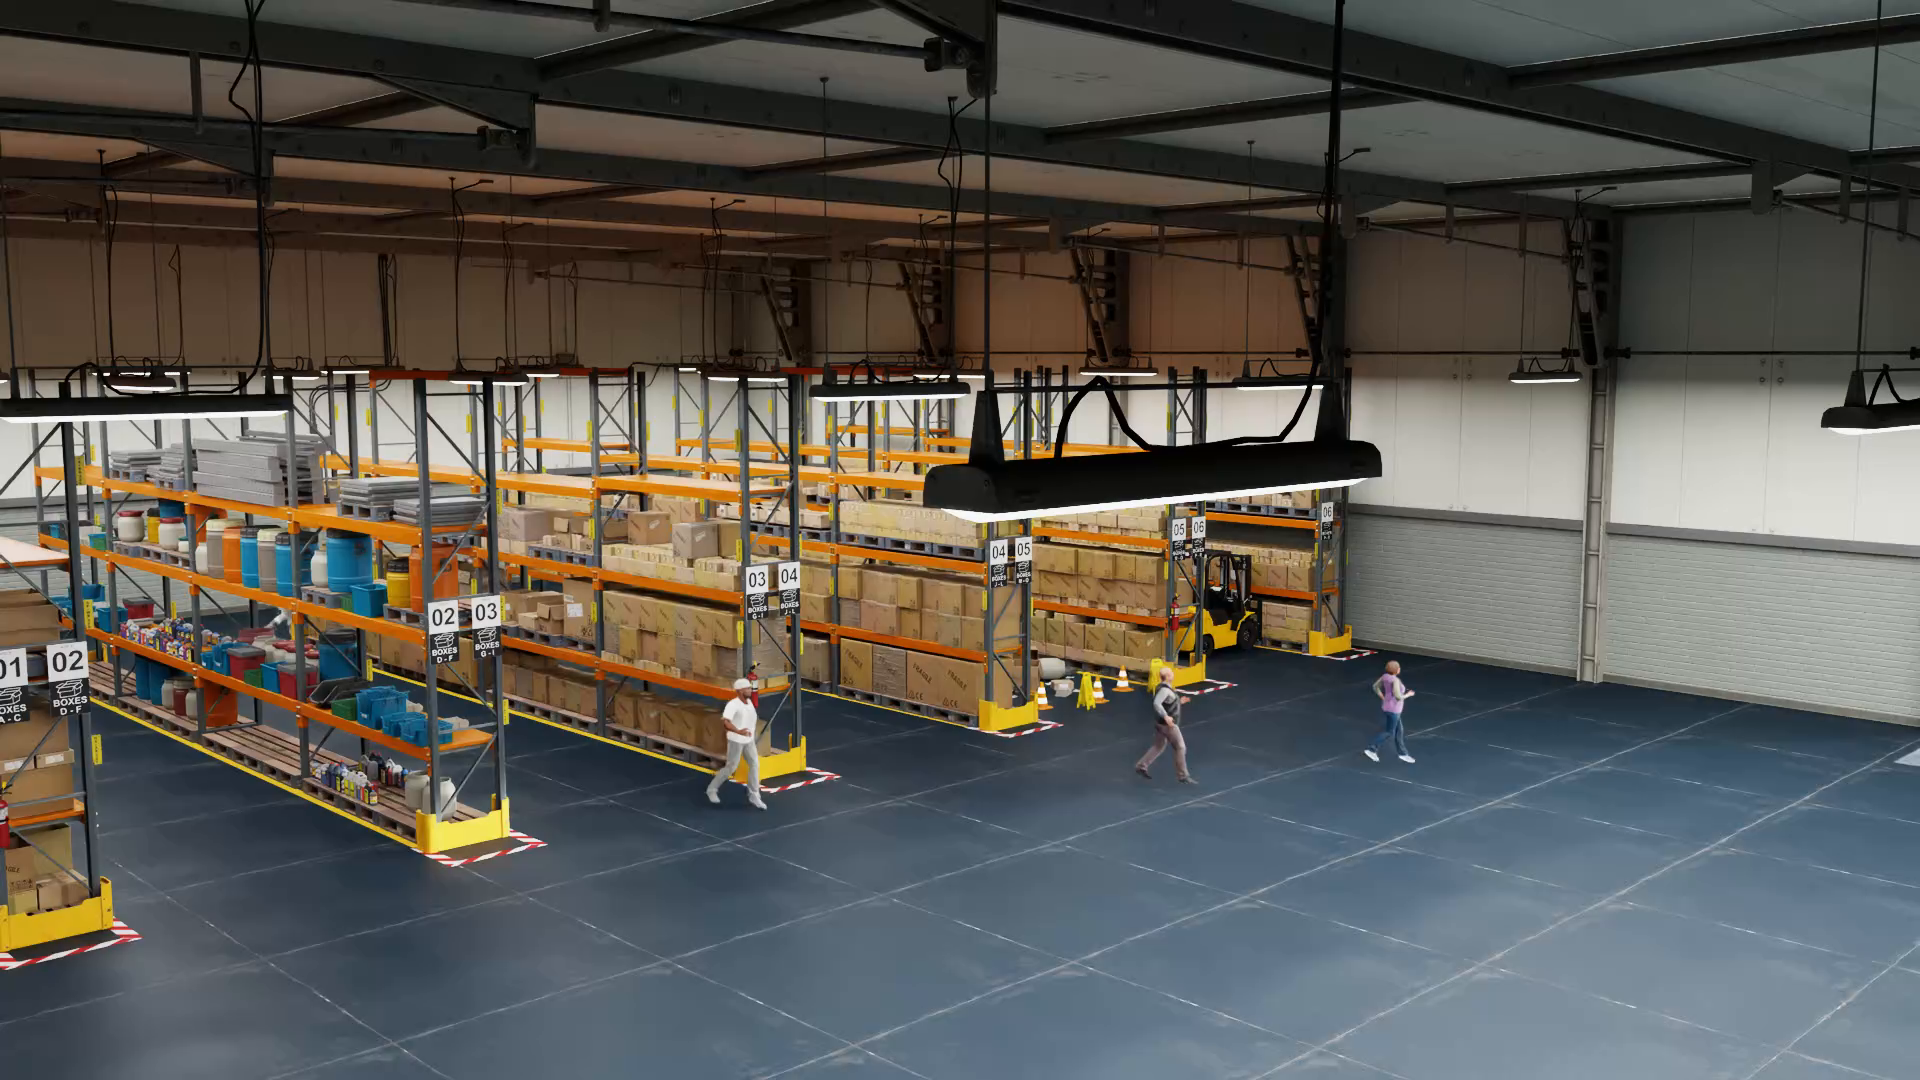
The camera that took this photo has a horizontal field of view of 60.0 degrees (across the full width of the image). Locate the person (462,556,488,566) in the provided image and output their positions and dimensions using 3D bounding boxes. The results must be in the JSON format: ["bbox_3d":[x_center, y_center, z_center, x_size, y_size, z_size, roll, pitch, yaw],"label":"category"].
[{"bbox_3d":[-11.616,1.057,39.578,0.774,1.633,0.573,2,7,16],"label":"person"}]

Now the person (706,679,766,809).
[{"bbox_3d":[-3.043,2.828,23.317,0.915,1.766,0.758,3,7,28],"label":"person"}]

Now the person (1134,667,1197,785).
[{"bbox_3d":[3.020,2.717,24.303,0.915,1.740,0.645,-1,6,-7],"label":"person"}]

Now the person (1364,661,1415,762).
[{"bbox_3d":[6.610,2.640,25.478,0.838,1.607,0.531,-1,6,-5],"label":"person"}]

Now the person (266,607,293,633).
[{"bbox_3d":[-14.993,1.297,36.813,0.656,1.783,0.903,6,9,44],"label":"person"}]
